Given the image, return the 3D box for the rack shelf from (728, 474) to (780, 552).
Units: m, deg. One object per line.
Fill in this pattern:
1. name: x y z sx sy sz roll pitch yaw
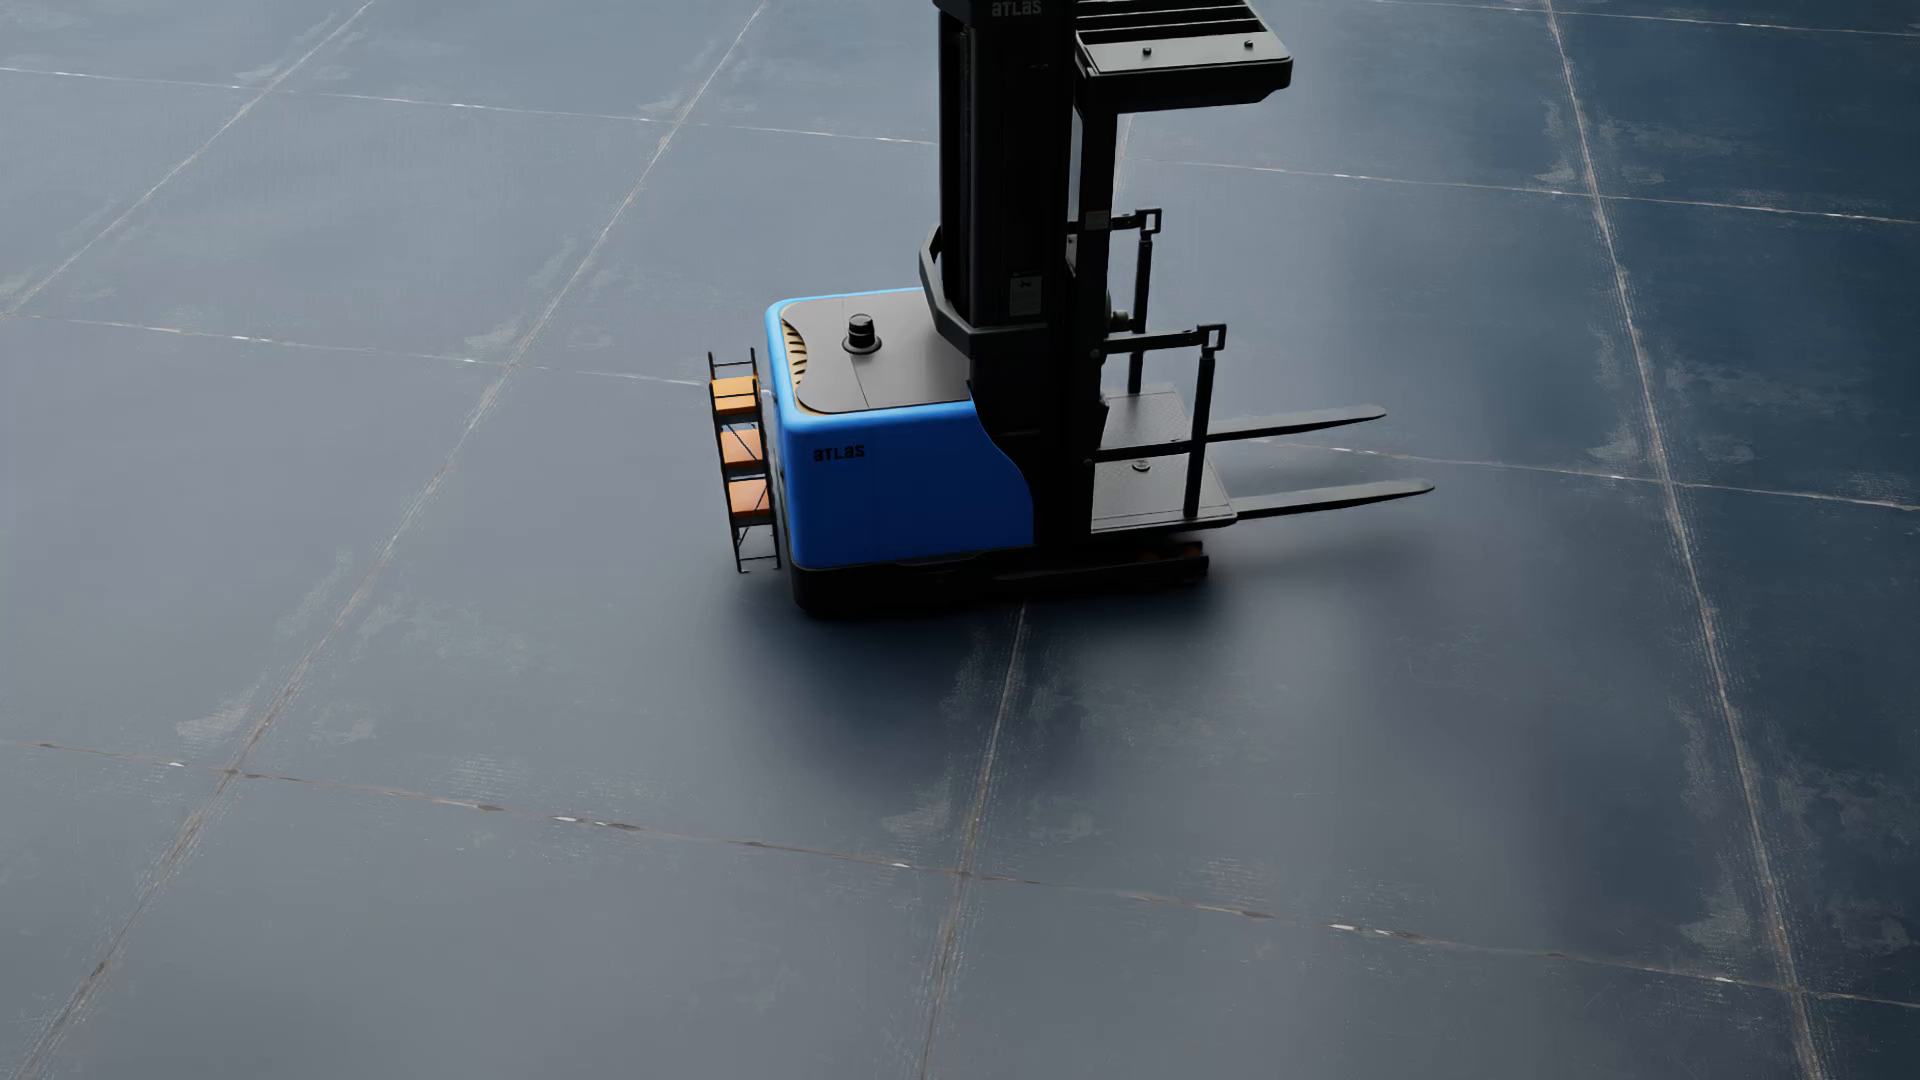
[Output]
1. rack shelf: -0.947 -0.120 7.615 0.215 0.259 0.240 -6 40 -4

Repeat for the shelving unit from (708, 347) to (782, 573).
1. shelving unit: -0.957 -0.342 7.430 0.215 1.050 0.252 -6 40 -4

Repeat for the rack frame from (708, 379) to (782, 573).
1. rack frame: -0.941 -0.265 7.337 0.200 1.050 0.008 -6 40 -4

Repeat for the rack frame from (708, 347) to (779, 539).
1. rack frame: -0.973 -0.419 7.523 0.200 1.050 0.008 -6 40 -4

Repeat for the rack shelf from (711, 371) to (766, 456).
1. rack shelf: -0.966 -0.551 7.255 0.215 0.259 0.240 -6 40 -4

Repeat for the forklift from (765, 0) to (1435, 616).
1. forklift: 0.679 -1.242 7.049 3.031 2.935 1.130 -6 40 -8

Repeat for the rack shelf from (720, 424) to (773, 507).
1. rack shelf: -0.957 -0.333 7.437 0.215 0.259 0.240 -6 40 -4
